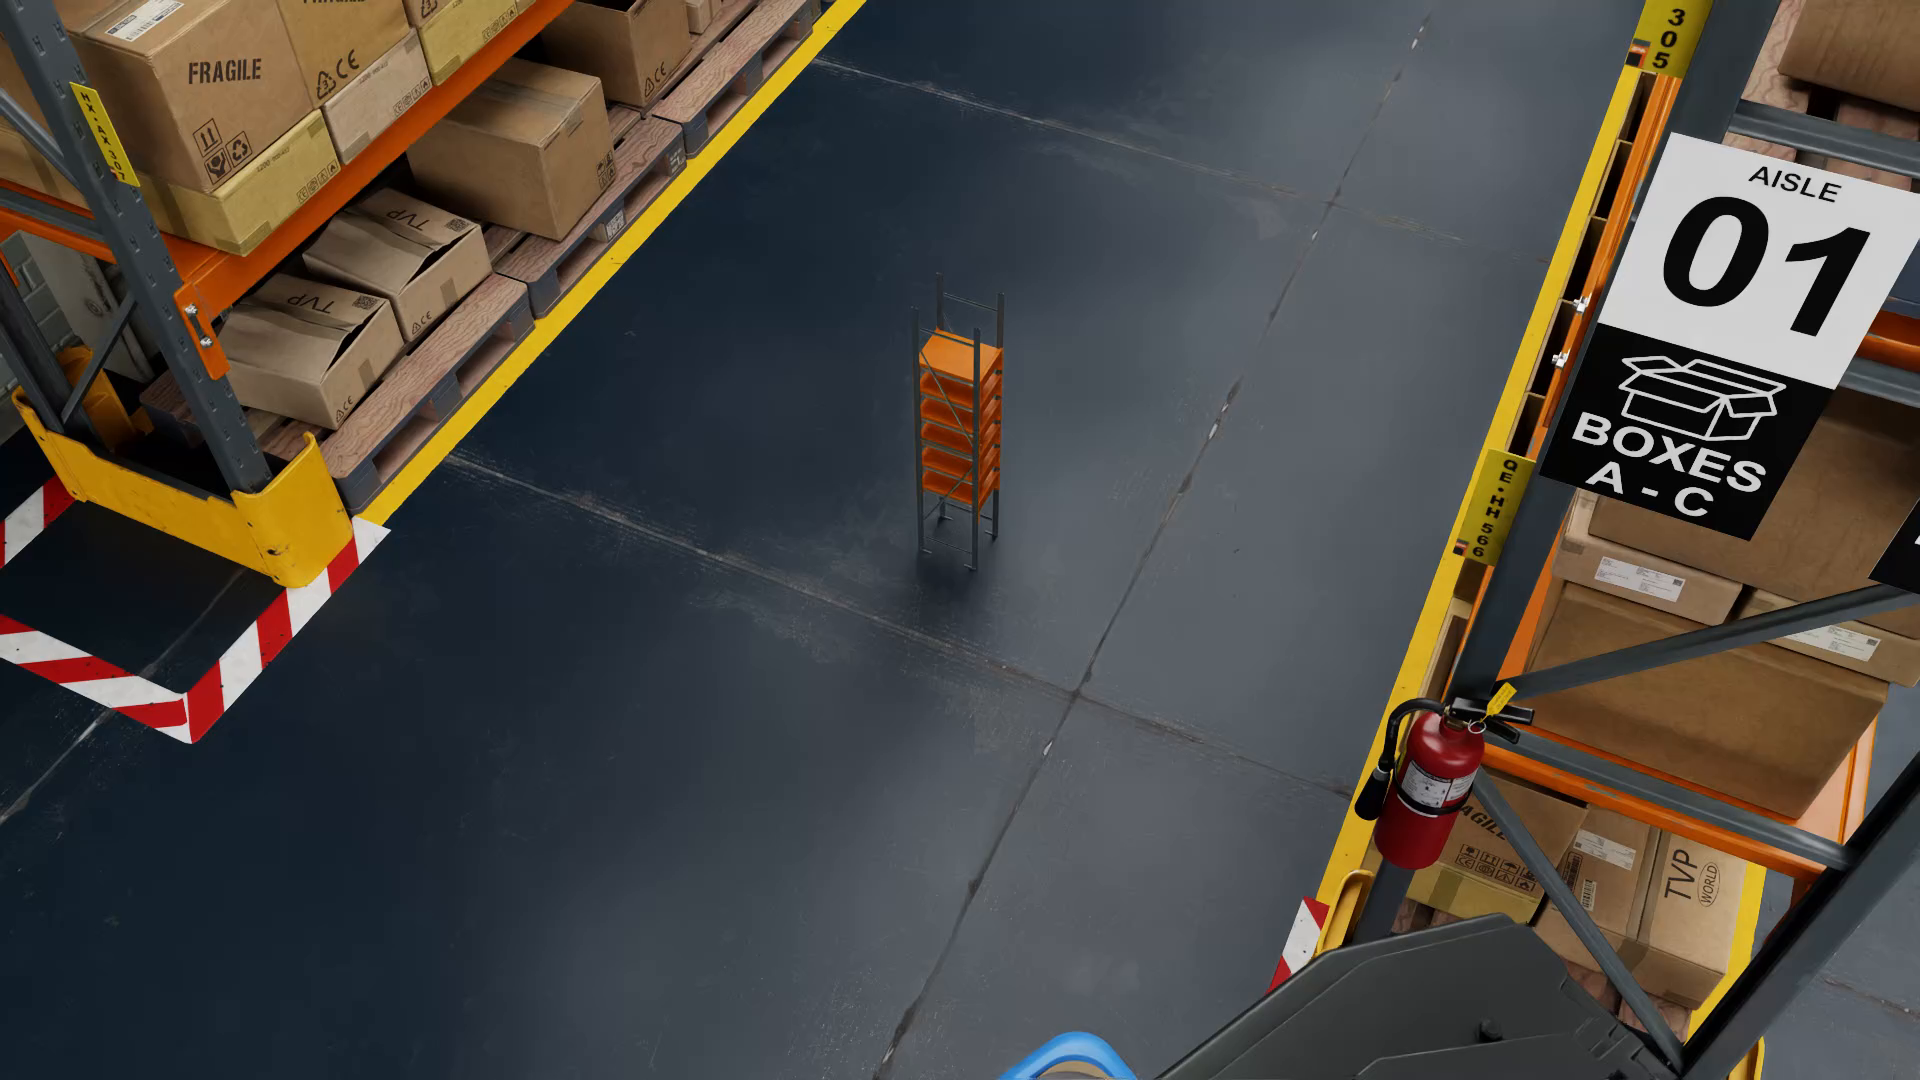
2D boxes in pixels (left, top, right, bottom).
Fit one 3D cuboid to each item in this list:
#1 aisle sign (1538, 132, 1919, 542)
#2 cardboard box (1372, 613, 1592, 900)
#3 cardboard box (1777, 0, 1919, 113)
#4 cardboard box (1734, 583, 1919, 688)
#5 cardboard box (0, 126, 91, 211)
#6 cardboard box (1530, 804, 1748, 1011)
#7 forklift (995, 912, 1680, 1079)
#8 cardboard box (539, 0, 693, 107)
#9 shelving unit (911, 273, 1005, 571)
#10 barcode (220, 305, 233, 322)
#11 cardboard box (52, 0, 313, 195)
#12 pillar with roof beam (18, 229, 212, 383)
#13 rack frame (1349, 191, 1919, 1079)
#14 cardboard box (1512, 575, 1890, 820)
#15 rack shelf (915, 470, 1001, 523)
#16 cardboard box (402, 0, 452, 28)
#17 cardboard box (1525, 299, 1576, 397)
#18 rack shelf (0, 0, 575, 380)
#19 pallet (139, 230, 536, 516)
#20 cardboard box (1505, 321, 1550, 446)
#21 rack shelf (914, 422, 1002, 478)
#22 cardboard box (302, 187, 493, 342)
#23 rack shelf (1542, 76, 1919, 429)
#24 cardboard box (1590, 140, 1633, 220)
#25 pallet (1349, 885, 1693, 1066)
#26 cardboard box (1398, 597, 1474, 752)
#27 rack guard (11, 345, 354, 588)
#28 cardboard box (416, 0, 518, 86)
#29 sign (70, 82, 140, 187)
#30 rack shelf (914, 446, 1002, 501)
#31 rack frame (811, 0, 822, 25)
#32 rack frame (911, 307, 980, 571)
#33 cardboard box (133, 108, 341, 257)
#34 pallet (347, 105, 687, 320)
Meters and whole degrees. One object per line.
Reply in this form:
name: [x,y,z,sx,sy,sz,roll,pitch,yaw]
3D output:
aisle sign: [1.289,-0.317,2.844,0.394,0.787,0.004,20,52,16]
cardboard box: [1.543,0.621,4.789,0.500,0.500,0.500,20,52,16]
cardboard box: [1.832,-1.006,2.731,0.797,0.503,0.637,23,53,18]
cardboard box: [1.945,0.133,3.676,0.380,0.149,0.250,19,52,16]
cardboard box: [-2.873,-1.377,5.537,0.500,0.250,0.500,20,53,17]
cardboard box: [2.013,1.033,4.931,0.500,0.250,0.500,20,52,16]
forklift: [0.773,1.996,2.627,1.130,2.935,3.031,-29,56,-23]
cardboard box: [-1.596,-2.393,7.669,0.500,0.500,0.500,16,52,13]
shelving unit: [-0.006,-0.379,5.785,0.258,1.200,0.189,20,52,16]
barcode: [-2.874,-0.898,6.515,0.001,0.075,0.075,20,52,16]
cardboard box: [-2.422,-1.466,5.121,0.500,0.500,0.500,20,52,16]
pillar with roof beam: [0.512,-2.341,2.333,9.100,9.000,0.400,20,52,16]
rack frame: [1.583,0.575,3.791,1.000,3.000,0.127,20,52,16]
cardboard box: [1.794,0.226,4.023,0.700,0.500,0.500,20,52,16]
rack shelf: [-0.006,-0.195,6.001,0.258,0.103,0.180,20,52,16]
cardboard box: [-1.975,-2.156,5.708,0.500,0.500,0.500,18,52,15]
cardboard box: [2.172,-0.416,5.672,0.500,0.500,0.500,20,52,16]
rack shelf: [-2.043,-2.178,6.606,1.077,0.370,4.000,20,52,16]
pallet: [-2.486,-0.730,6.733,1.003,0.211,1.213,20,52,16]
cardboard box: [2.383,-0.518,6.251,0.500,0.250,0.500,20,52,16]
rack shelf: [-0.006,-0.350,5.818,0.258,0.103,0.180,20,52,16]
cardboard box: [-2.277,-1.145,6.731,0.500,0.311,0.500,24,54,19]
rack shelf: [2.437,-1.541,4.094,1.077,0.370,4.000,20,52,16]
cardboard box: [2.604,-1.103,6.256,0.500,0.500,0.500,20,52,16]
pallet: [1.872,0.939,5.312,1.003,0.211,1.213,20,52,16]
cardboard box: [1.748,0.517,5.370,0.500,0.250,0.500,20,52,16]
rack guard: [-2.865,-0.276,6.157,1.175,0.500,0.348,20,52,16]
cardboard box: [-1.970,-1.935,6.013,0.500,0.250,0.500,19,52,16]
sign: [-2.407,-1.138,4.680,0.100,0.325,0.005,20,52,16]
rack shelf: [-0.006,-0.272,5.910,0.258,0.103,0.180,20,52,16]
rack frame: [-1.189,-3.788,7.504,1.000,3.000,0.127,20,52,16]
rack frame: [-0.045,-0.316,5.731,0.240,1.200,0.006,20,52,16]
cardboard box: [-2.402,-1.224,5.408,0.500,0.250,0.500,18,52,15]
pallet: [-1.963,-1.567,7.445,1.003,0.211,1.213,20,52,16]
